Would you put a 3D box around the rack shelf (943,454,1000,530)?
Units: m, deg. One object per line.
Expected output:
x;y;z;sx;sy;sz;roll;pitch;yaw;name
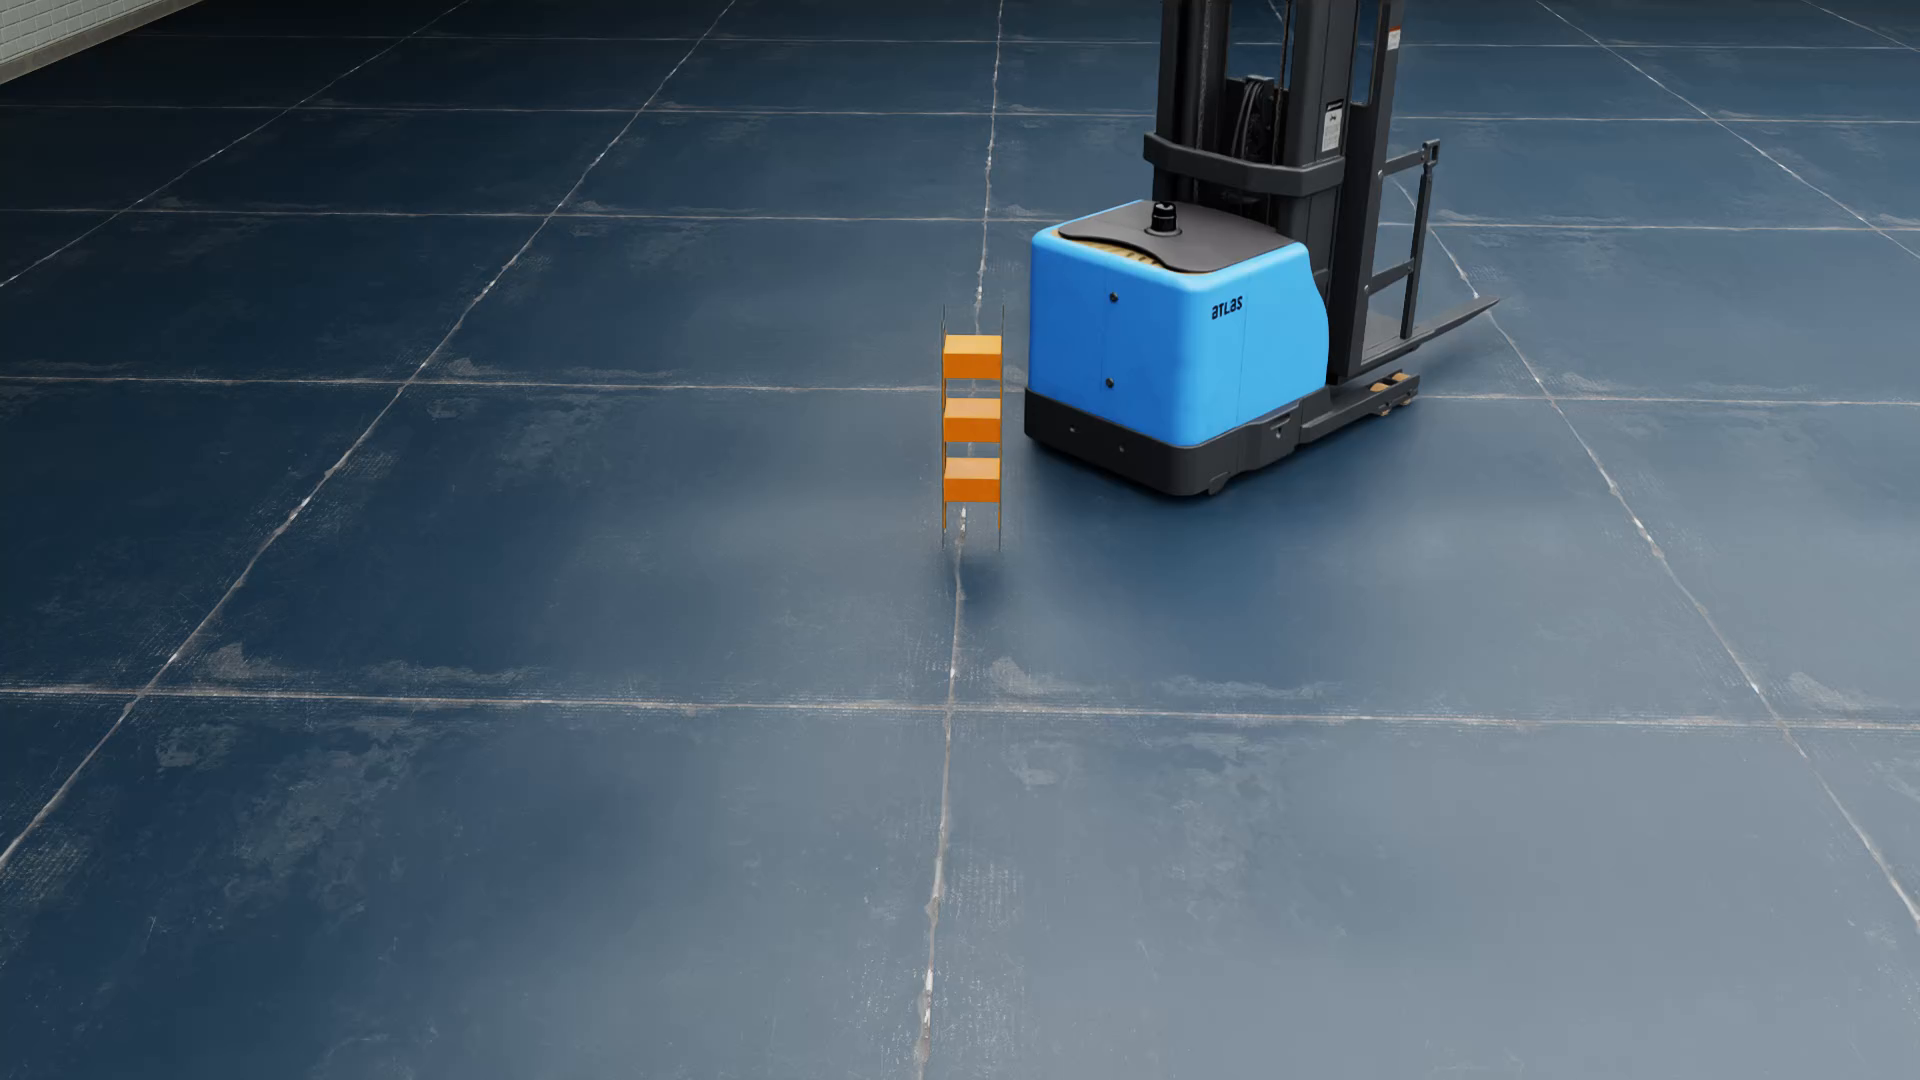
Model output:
0.053;-0.208;7.138;0.240;0.259;0.215;1;28;2;rack shelf

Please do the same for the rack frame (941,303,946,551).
-0.068;-0.465;7.006;0.008;1.050;0.200;1;28;2;rack frame

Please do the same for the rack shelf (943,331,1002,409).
0.053;-0.704;6.874;0.240;0.259;0.215;1;28;2;rack shelf

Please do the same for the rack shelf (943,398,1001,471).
0.053;-0.454;7.007;0.240;0.259;0.215;1;28;2;rack shelf

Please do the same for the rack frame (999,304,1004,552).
0.175;-0.461;6.999;0.008;1.050;0.200;1;28;2;rack frame

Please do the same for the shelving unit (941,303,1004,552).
0.053;-0.463;7.002;0.252;1.050;0.215;1;28;2;shelving unit

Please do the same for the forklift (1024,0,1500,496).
1.719;-2.077;8.039;3.031;2.935;1.130;-24;36;-38;forklift
